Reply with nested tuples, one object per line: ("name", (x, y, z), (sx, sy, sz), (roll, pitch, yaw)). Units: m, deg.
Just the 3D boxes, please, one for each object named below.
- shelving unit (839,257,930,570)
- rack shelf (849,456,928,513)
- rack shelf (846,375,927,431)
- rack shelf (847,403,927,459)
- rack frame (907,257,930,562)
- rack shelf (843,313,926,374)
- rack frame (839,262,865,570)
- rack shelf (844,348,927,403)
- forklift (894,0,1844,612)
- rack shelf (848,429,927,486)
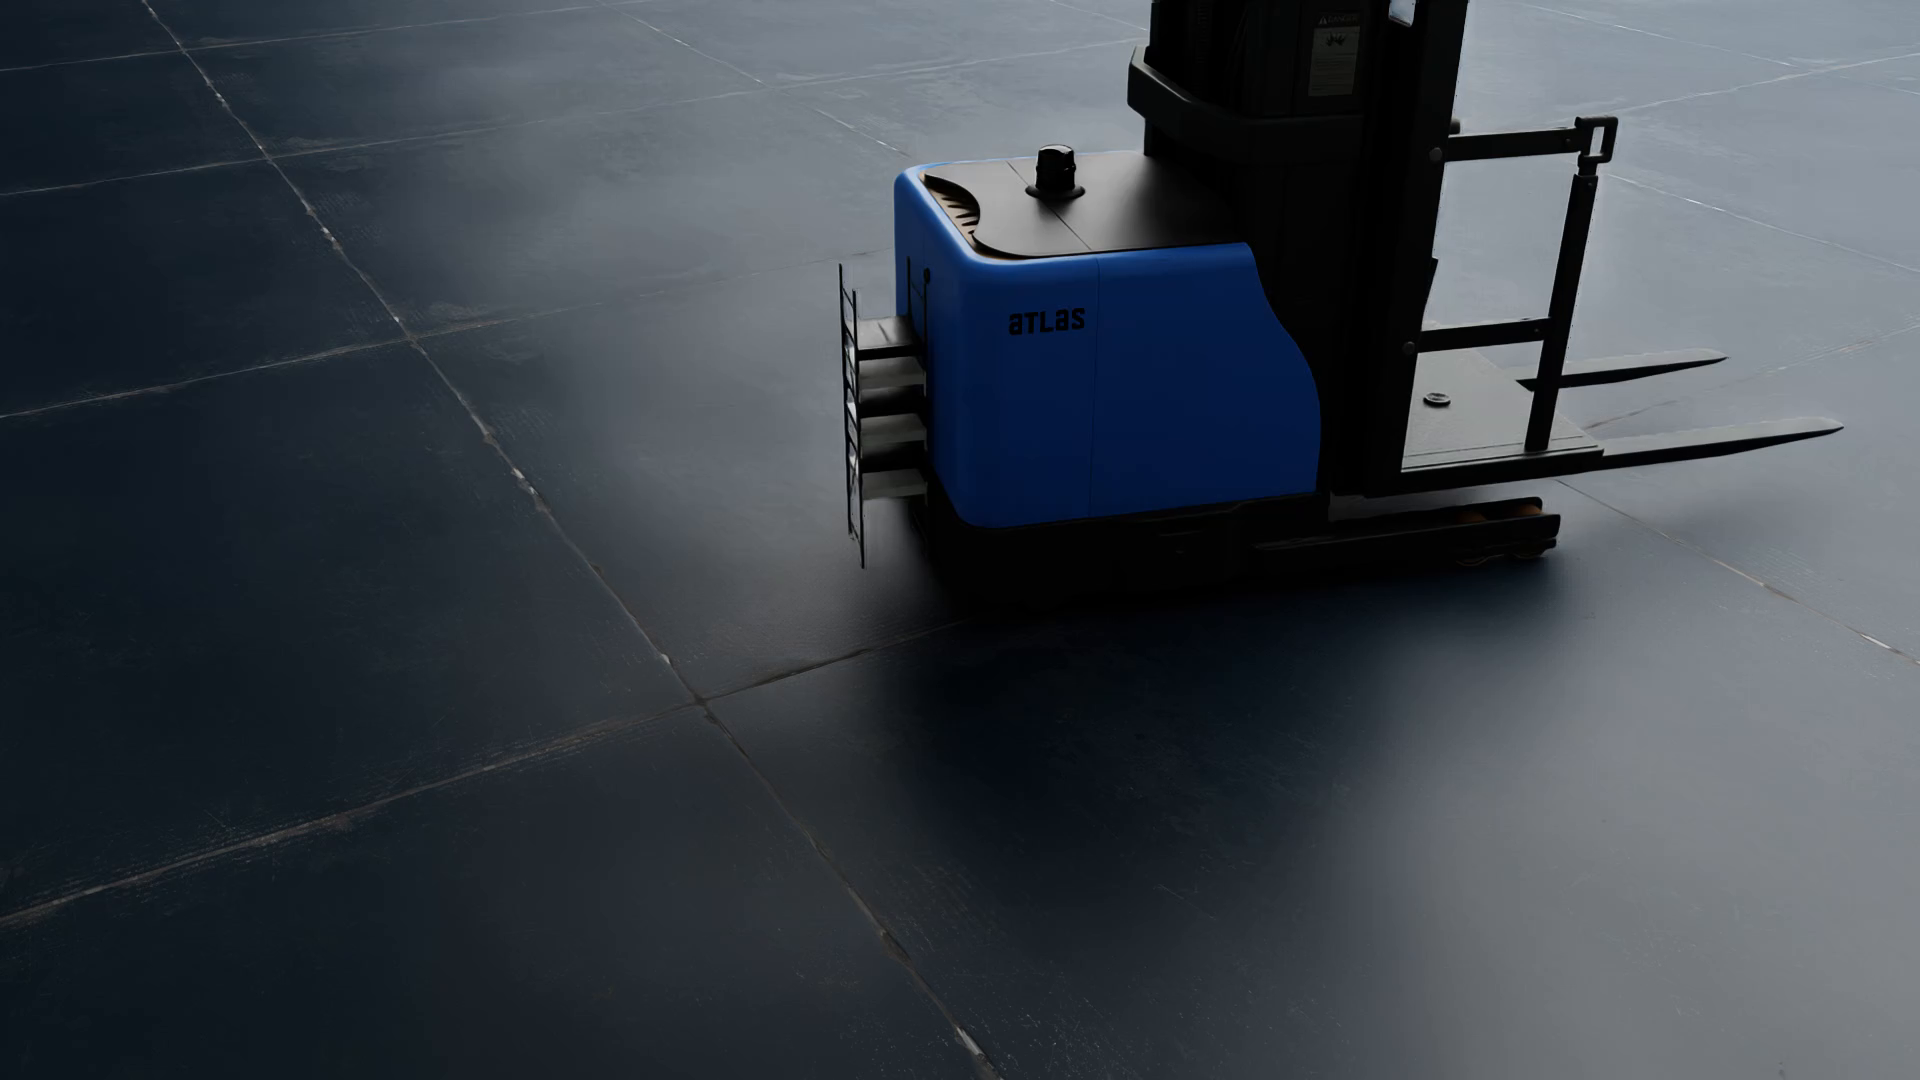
("shelving unit", (-0.224, -0.372, 4.992), (0.210, 0.900, 0.258), (-7, 30, -12))
("rack shelf", (-0.224, -0.185, 5.095), (0.200, 0.077, 0.258), (-7, 30, -12))
("rack shelf", (-0.224, -0.421, 4.965), (0.200, 0.077, 0.258), (-7, 30, -12))
("rack shelf", (-0.224, -0.343, 5.008), (0.200, 0.077, 0.258), (-7, 30, -12))
("rack frame", (-0.125, -0.383, 5.013), (0.006, 0.900, 0.240), (-7, 30, -12))
("rack shelf", (-0.224, -0.579, 4.878), (0.200, 0.077, 0.258), (-7, 30, -12))
("rack frame", (-0.323, -0.360, 4.971), (0.006, 0.900, 0.240), (-7, 30, -12))
("rack shelf", (-0.224, -0.500, 4.921), (0.200, 0.077, 0.258), (-7, 30, -12))
("forklift", (1.357, -1.443, 4.832), (3.031, 2.935, 1.130), (-7, 30, -12))
("rack shelf", (-0.224, -0.264, 5.052), (0.200, 0.077, 0.258), (-7, 30, -12))
